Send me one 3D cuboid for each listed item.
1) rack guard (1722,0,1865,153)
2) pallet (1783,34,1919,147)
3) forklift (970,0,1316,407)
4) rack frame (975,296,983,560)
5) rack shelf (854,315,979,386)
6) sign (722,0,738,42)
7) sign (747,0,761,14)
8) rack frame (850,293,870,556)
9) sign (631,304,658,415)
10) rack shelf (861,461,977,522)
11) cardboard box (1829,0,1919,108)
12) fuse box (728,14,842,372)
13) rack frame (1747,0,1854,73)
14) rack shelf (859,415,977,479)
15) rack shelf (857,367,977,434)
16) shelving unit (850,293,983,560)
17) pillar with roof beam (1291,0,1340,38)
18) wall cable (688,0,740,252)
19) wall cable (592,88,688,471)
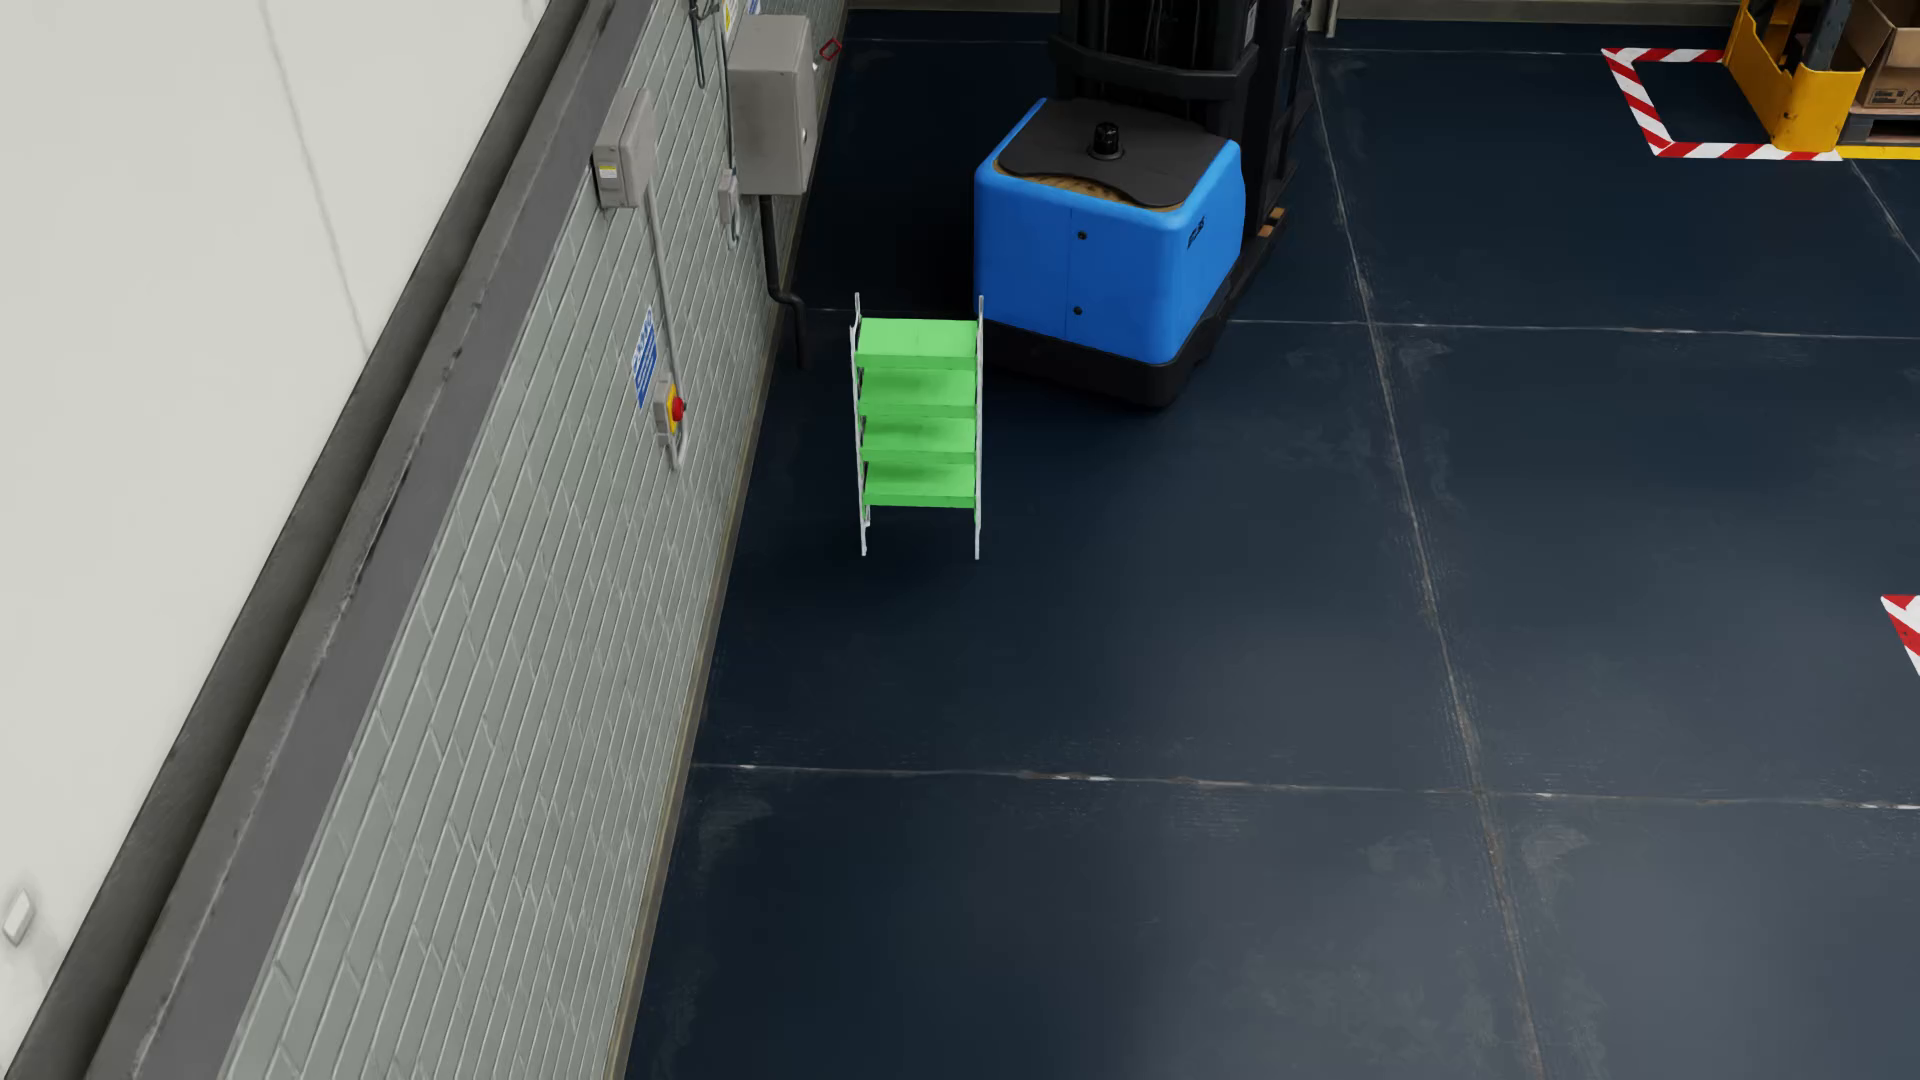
[{"bbox_3d":[4.953,-2.838,9.929,0.348,0.500,1.175,2,43,2],"label":"rack guard"},{"bbox_3d":[5.749,-2.708,10.002,1.213,0.211,1.003,2,43,2],"label":"pallet"},{"bbox_3d":[1.134,-2.706,8.004,1.130,2.935,3.031,18,46,18],"label":"forklift"},{"bbox_3d":[0.078,-0.437,6.838,0.015,1.200,0.240,2,43,2],"label":"rack frame"},{"bbox_3d":[-0.165,-0.749,6.563,0.480,0.148,0.258,2,43,2],"label":"rack shelf"},{"bbox_3d":[-0.946,-2.228,6.836,0.001,0.242,0.339,2,43,2],"label":"sign"},{"bbox_3d":[-0.921,-2.265,7.551,0.001,0.494,0.329,2,43,2],"label":"sign"},{"bbox_3d":[-0.409,-0.452,6.854,0.015,1.200,0.240,2,43,2],"label":"rack frame"},{"bbox_3d":[-1.040,-0.600,5.495,0.001,0.218,0.327,2,43,2],"label":"sign"},{"bbox_3d":[-0.165,-0.222,7.054,0.480,0.148,0.258,2,43,2],"label":"rack shelf"},{"bbox_3d":[5.484,-2.911,9.698,0.637,0.503,0.797,0,43,0],"label":"cardboard box"},{"bbox_3d":[-0.737,-1.486,7.590,0.414,1.711,0.539,2,43,2],"label":"fuse box"},{"bbox_3d":[4.877,-3.754,9.080,0.127,3.000,1.000,2,43,2],"label":"rack frame"},{"bbox_3d":[-0.165,-0.397,6.890,0.480,0.148,0.258,2,43,2],"label":"rack shelf"},{"bbox_3d":[-0.165,-0.573,6.726,0.480,0.148,0.258,2,43,2],"label":"rack shelf"},{"bbox_3d":[-0.165,-0.444,6.846,0.503,1.200,0.258,2,43,2],"label":"shelving unit"},{"bbox_3d":[2.030,-3.715,4.636,0.400,9.000,9.100,2,43,2],"label":"pillar with roof beam"},{"bbox_3d":[-0.925,-1.869,6.311,0.122,1.984,0.588,2,43,2],"label":"wall cable"},{"bbox_3d":[-0.977,-0.915,5.263,0.123,1.953,0.585,2,43,2],"label":"wall cable"}]
